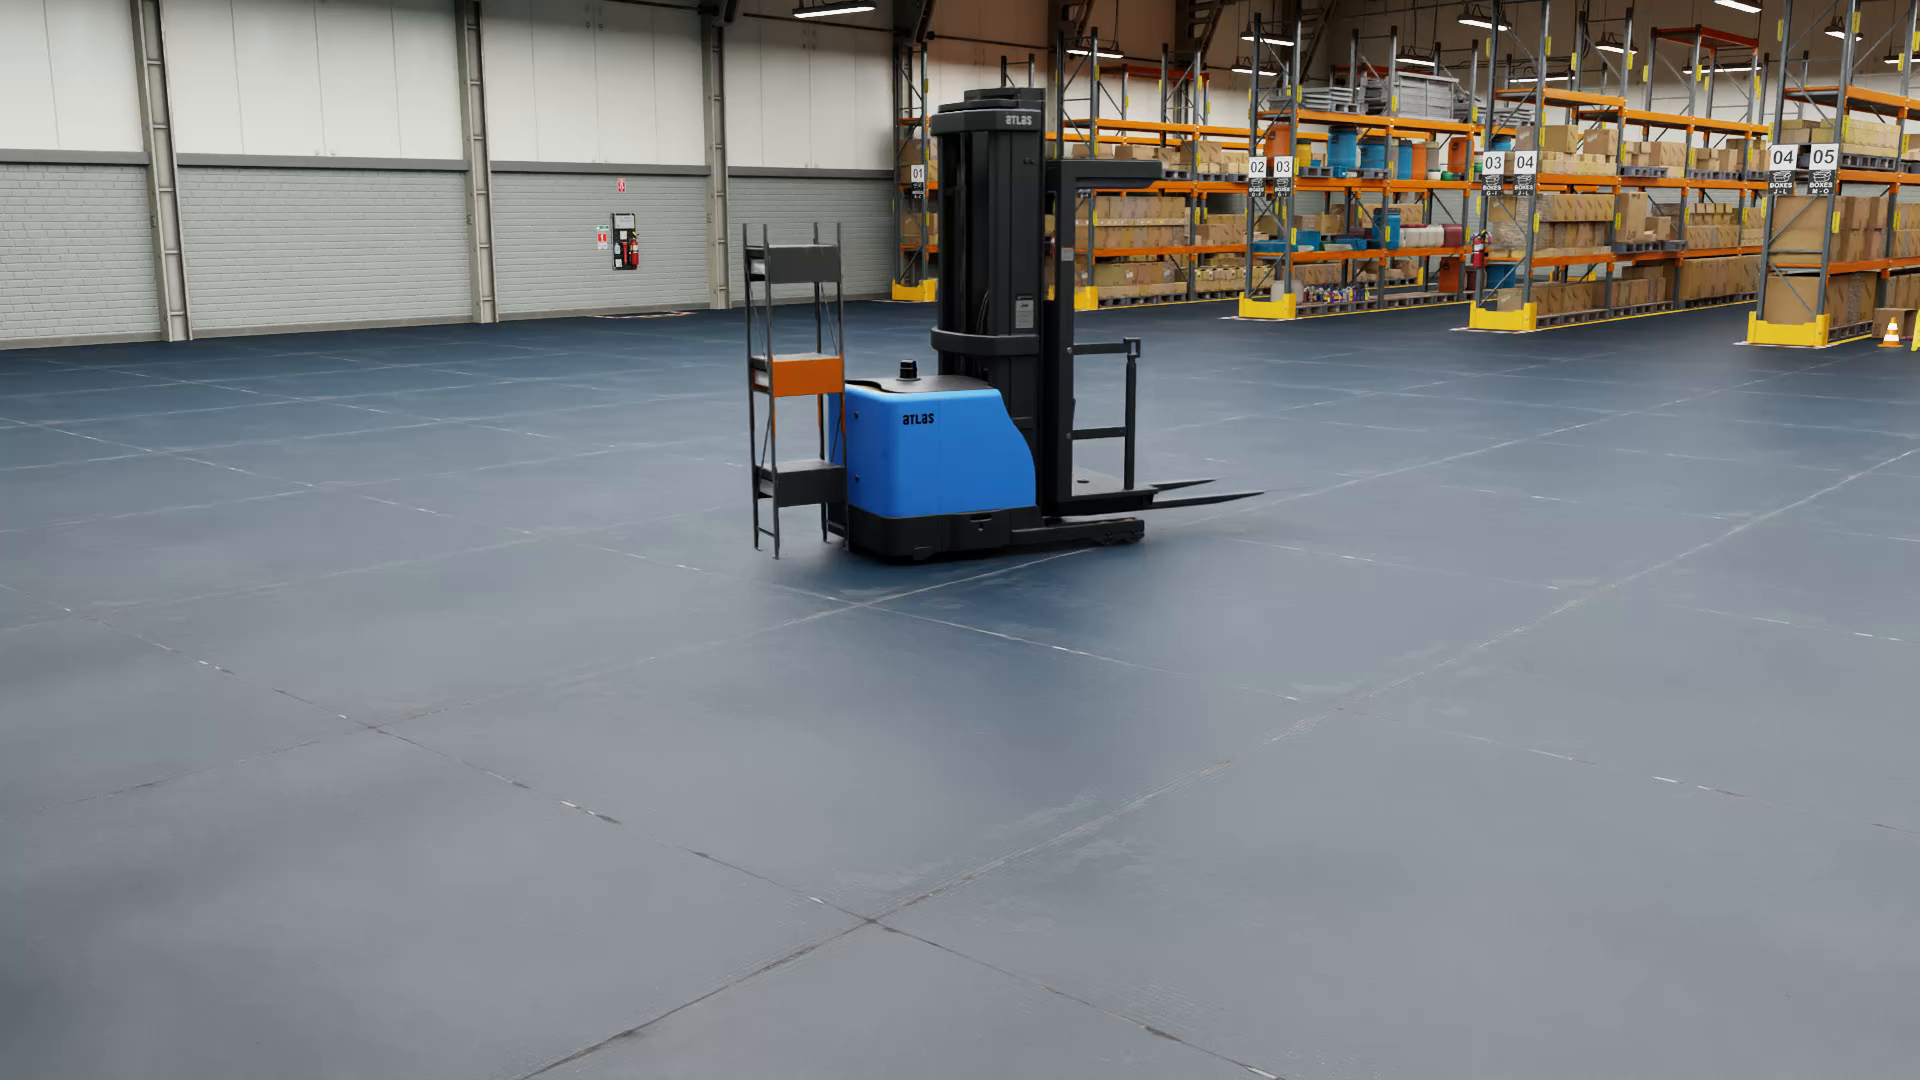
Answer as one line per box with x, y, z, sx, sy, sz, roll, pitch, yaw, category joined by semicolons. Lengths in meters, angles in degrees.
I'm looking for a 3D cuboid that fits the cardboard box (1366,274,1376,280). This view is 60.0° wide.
11.465;-7.402;46.724;0.380;0.166;0.250;10;15;40;cardboard box

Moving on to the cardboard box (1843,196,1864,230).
14.678;-5.521;28.054;0.875;0.550;0.550;10;15;40;cardboard box

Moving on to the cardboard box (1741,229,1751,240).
18.408;-7.240;39.423;0.500;0.250;0.500;9;15;39;cardboard box

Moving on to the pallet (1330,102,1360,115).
7.571;-8.943;34.517;1.003;0.211;1.213;10;15;40;pallet

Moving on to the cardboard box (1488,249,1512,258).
10.013;-5.312;30.790;0.380;0.149;0.250;10;15;40;cardboard box

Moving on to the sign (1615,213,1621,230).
13.033;-6.311;32.938;0.100;0.325;0.005;10;15;40;sign

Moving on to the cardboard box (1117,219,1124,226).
3.468;-7.158;37.477;0.380;0.149;0.250;9;15;39;cardboard box

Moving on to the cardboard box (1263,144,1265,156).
8.115;-9.899;42.646;0.500;0.500;0.500;10;15;40;cardboard box

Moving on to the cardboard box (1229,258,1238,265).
7.984;-8.279;50.313;0.700;0.500;0.500;10;15;42;cardboard box

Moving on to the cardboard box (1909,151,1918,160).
17.400;-7.074;30.627;0.380;0.149;0.250;10;15;40;cardboard box

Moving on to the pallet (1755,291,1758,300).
19.267;-6.047;40.947;1.003;0.211;1.213;10;15;40;pallet

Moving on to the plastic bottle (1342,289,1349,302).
8.241;-5.244;35.641;0.152;0.276;0.135;10;15;41;plastic bottle

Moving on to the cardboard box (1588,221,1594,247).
11.920;-6.023;32.692;0.875;0.500;0.500;10;15;40;cardboard box

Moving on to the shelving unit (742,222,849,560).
-1.048;-0.962;10.650;0.503;2.100;0.431;-7;13;-27;shelving unit

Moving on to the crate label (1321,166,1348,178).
7.743;-7.638;34.514;0.502;0.251;0.408;10;15;40;crate label

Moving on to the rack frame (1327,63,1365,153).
10.462;-11.355;45.089;1.000;3.000;0.127;10;15;40;rack frame

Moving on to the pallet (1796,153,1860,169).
14.121;-6.248;27.405;1.003;0.211;1.213;10;15;40;pallet

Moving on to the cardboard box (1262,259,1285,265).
8.297;-7.359;43.744;0.500;0.250;0.500;11;15;42;cardboard box

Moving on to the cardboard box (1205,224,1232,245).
6.379;-7.548;41.086;0.500;0.500;0.500;10;15;40;cardboard box

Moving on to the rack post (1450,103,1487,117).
11.988;-10.201;39.501;0.954;0.300;0.937;10;15;40;rack post

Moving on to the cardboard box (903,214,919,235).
-1.031;-7.689;40.465;0.500;0.500;0.500;10;15;40;cardboard box

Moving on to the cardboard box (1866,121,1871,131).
14.938;-6.899;27.714;0.380;0.149;0.250;10;15;40;cardboard box

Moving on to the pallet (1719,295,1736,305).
17.448;-5.641;38.917;1.003;0.211;1.213;10;15;40;pallet

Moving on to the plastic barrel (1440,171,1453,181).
11.416;-8.536;39.027;0.294;0.245;0.294;0;11;0;plastic barrel

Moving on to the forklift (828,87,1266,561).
0.666;-1.483;11.154;3.031;2.935;1.130;-6;13;-26;forklift

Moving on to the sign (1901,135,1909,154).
16.697;-6.991;29.373;0.100;0.325;0.005;10;15;40;sign

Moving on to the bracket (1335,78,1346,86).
12.617;-15.222;55.257;0.235;0.232;0.430;10;15;40;bracket

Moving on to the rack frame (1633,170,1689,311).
15.261;-6.544;36.315;1.000;3.000;0.127;10;15;40;rack frame

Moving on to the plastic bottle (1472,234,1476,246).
12.320;-7.191;39.854;0.061;0.283;0.133;10;15;40;plastic bottle

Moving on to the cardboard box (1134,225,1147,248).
3.879;-6.992;38.305;0.700;0.500;0.500;10;15;42;cardboard box

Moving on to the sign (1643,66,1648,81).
14.841;-10.092;35.977;0.100;0.325;0.005;10;15;40;sign

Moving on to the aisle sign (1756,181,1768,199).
20.364;-9.045;42.200;0.394;0.787;0.004;10;15;40;aisle sign

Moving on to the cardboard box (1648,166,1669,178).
14.480;-7.691;34.784;0.500;0.250;0.500;10;15;42;cardboard box

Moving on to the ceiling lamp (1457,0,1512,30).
10.913;-12.018;33.504;0.800;3.185;2.000;10;15;40;ceiling lamp

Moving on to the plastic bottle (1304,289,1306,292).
7.329;-5.247;35.656;0.152;0.276;0.135;10;15;41;plastic bottle

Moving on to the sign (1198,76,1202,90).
5.582;-10.639;38.712;0.100;0.325;0.005;10;15;40;sign

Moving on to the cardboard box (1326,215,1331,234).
9.575;-8.518;44.874;0.500;0.500;0.700;-9;15;-39;cardboard box

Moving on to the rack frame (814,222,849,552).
-0.832;-0.988;10.761;0.015;2.100;0.400;-7;13;-27;rack frame

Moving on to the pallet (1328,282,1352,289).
9.954;-6.921;45.326;1.003;0.211;1.213;10;15;40;pallet

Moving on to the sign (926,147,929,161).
-0.775;-9.117;39.311;0.100;0.325;0.005;10;15;40;sign

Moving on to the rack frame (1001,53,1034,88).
1.458;-10.818;42.400;1.000;3.000;0.127;10;15;40;rack frame

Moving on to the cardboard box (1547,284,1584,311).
11.954;-4.796;32.876;0.500;0.500;0.500;-7;13;-30;cardboard box

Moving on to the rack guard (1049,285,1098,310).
2.525;-5.419;37.064;1.175;0.500;0.348;10;15;40;rack guard

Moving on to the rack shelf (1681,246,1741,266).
16.581;-6.485;37.858;1.077;0.370;4.000;10;15;40;rack shelf

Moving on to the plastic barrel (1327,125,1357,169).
8.162;-8.386;35.527;0.600;0.901;0.708;10;15;40;plastic barrel

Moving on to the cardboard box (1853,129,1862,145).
14.484;-6.621;27.342;0.500;0.250;0.500;10;15;40;cardboard box

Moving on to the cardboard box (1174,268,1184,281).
5.233;-6.466;40.441;0.500;0.311;0.500;10;15;40;cardboard box

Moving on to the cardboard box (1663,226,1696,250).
15.786;-6.629;36.487;0.500;0.500;0.500;10;15;42;cardboard box

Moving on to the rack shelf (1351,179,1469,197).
10.220;-8.008;37.824;1.077;0.370;4.000;10;15;40;rack shelf

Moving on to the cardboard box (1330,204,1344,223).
10.602;-9.061;46.109;0.500;0.500;0.500;10;15;41;cardboard box

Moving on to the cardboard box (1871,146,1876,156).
15.272;-6.582;28.163;0.380;0.149;0.250;10;15;40;cardboard box

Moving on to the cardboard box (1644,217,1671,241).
14.641;-6.619;35.364;0.500;0.500;0.700;-9;15;-39;cardboard box

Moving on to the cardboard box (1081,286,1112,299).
3.062;-5.556;37.316;0.500;0.250;0.500;10;15;40;cardboard box

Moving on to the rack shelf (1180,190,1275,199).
8.059;-10.466;50.130;1.077;0.370;4.000;10;15;40;rack shelf
